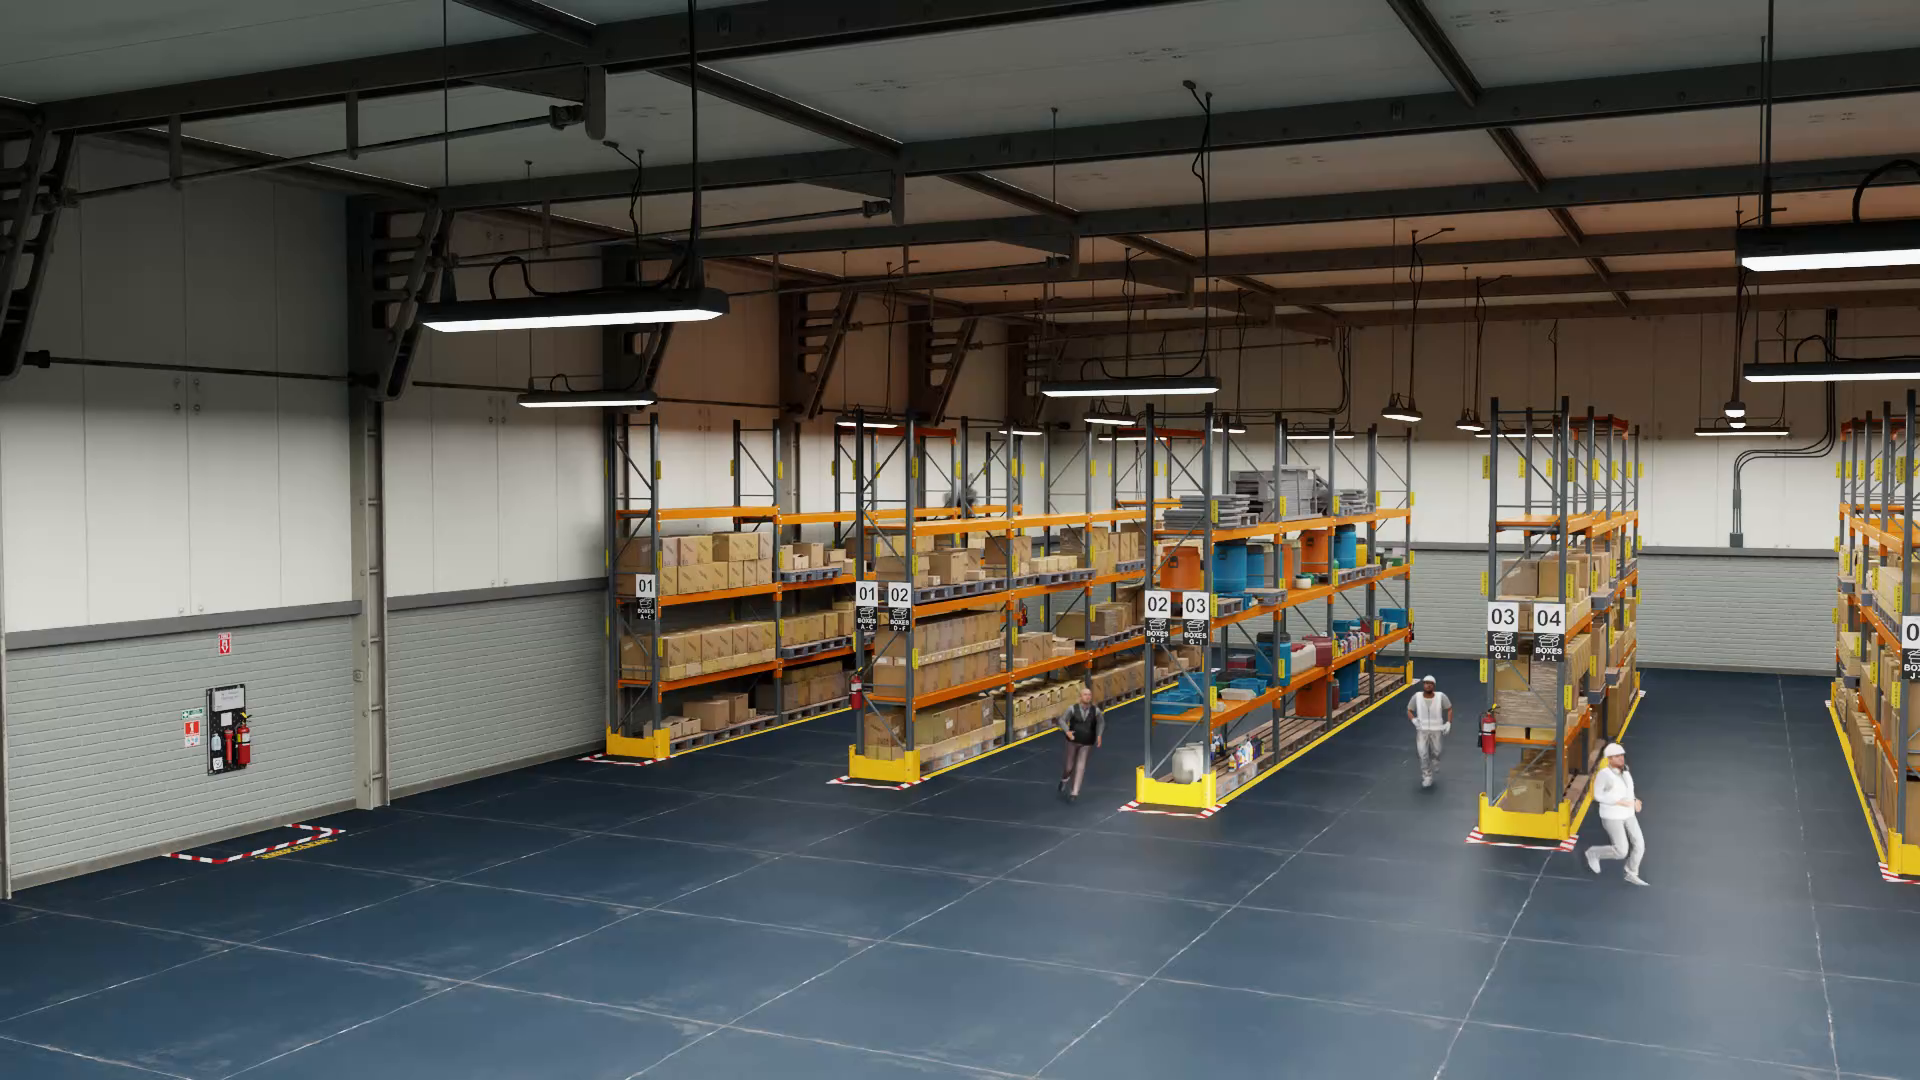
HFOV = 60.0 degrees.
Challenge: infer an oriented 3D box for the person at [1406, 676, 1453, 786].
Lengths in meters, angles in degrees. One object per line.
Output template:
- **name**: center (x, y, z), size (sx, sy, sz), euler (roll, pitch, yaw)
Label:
- **person**: center (7.476, 3.026, 26.494), size (0.718, 1.739, 0.627), euler (1, 2, 16)

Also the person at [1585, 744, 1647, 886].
- **person**: center (7.927, 3.318, 20.168), size (0.689, 1.719, 0.661), euler (-2, 3, -32)

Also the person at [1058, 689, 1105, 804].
- **person**: center (1.851, 3.093, 25.174), size (0.715, 1.680, 0.922), euler (0, 2, 2)
